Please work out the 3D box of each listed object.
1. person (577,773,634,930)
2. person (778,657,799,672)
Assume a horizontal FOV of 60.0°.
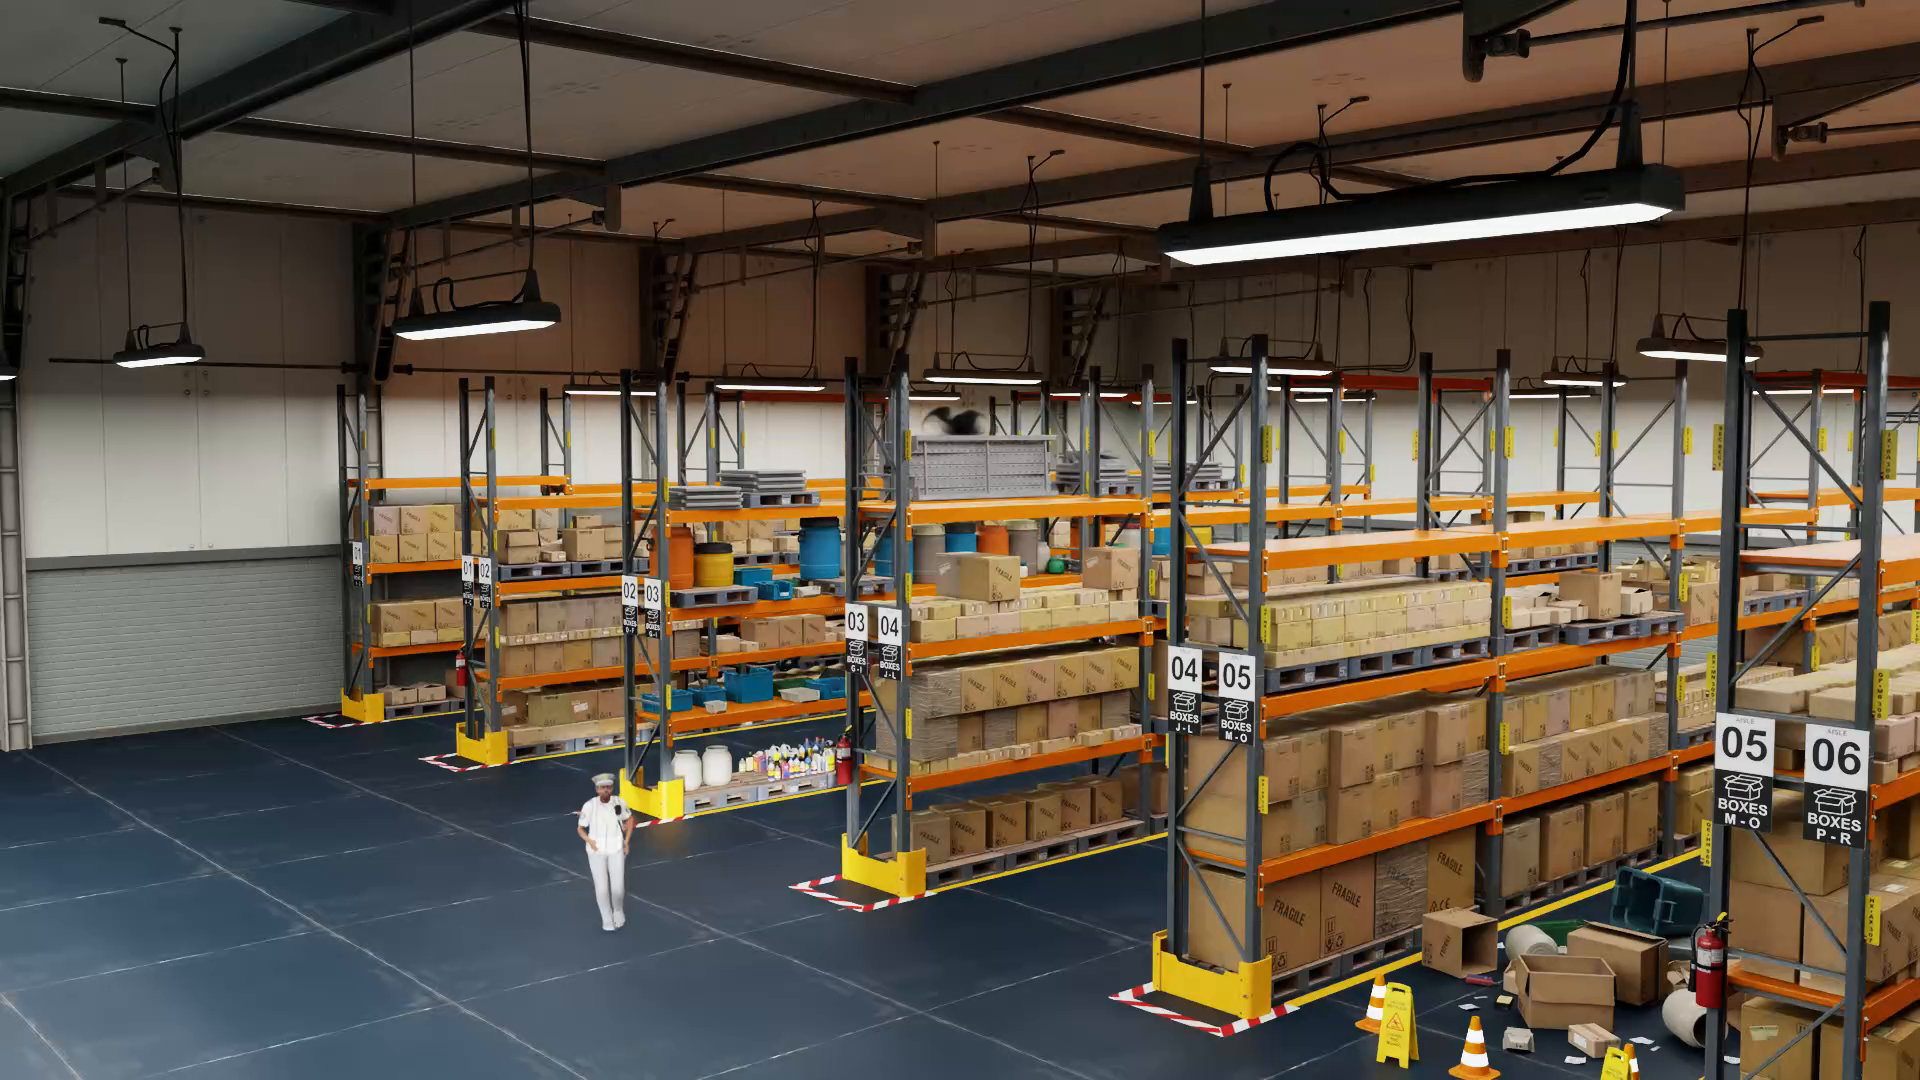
[{"bbox_3d":[-3.635,3.207,17.088,0.575,1.659,0.561,-1,4,-13],"label":"person"},{"bbox_3d":[-3.438,2.269,32.983,0.568,1.435,0.862,2,4,31],"label":"person"}]
